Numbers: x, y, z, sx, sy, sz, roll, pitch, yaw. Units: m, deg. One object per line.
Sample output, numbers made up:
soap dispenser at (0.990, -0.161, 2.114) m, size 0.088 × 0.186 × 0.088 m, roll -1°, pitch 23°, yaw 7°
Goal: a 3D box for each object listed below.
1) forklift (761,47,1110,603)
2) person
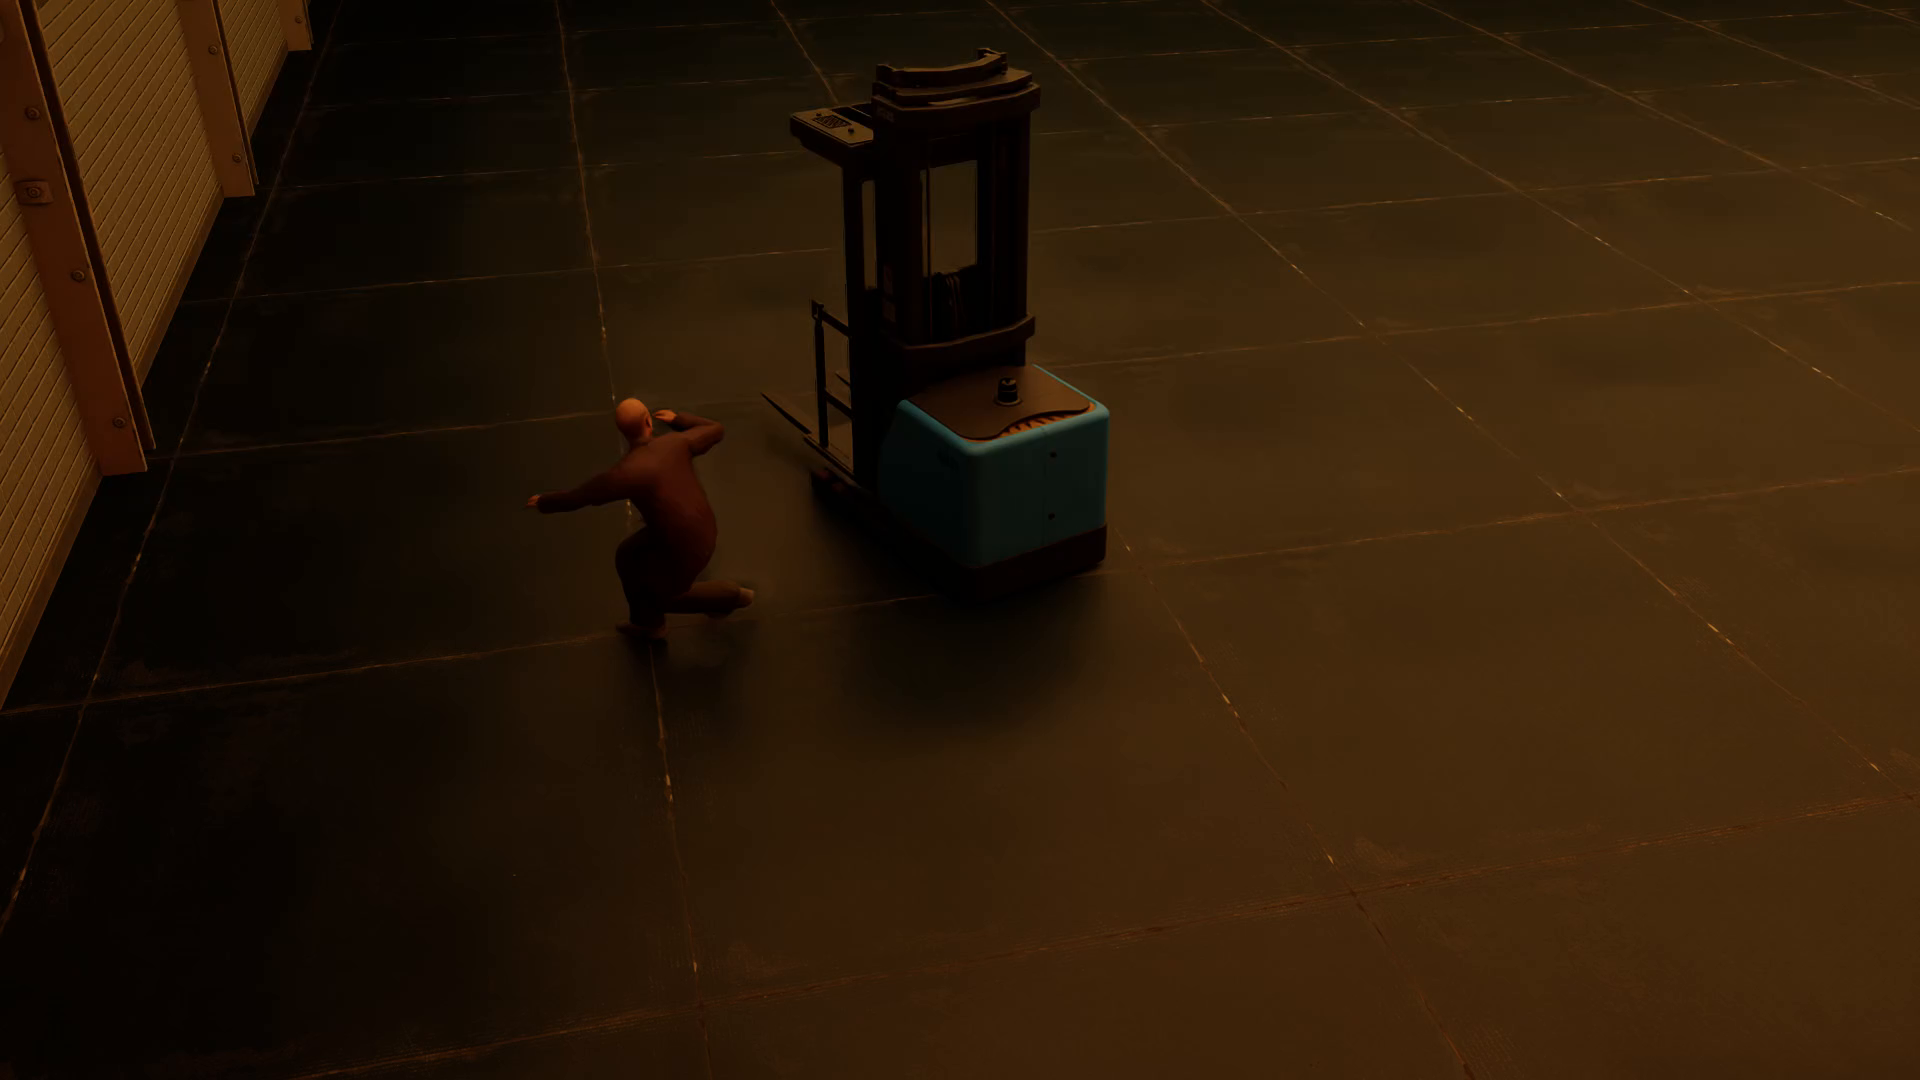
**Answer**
forklift at (-0.326, -1.596, 10.332) m, size 1.130 × 2.935 × 3.031 m, roll -18°, pitch 35°, yaw -28°
person at (-1.766, -0.059, 9.308) m, size 1.185 × 1.337 × 0.875 m, roll 5°, pitch 30°, yaw 9°
